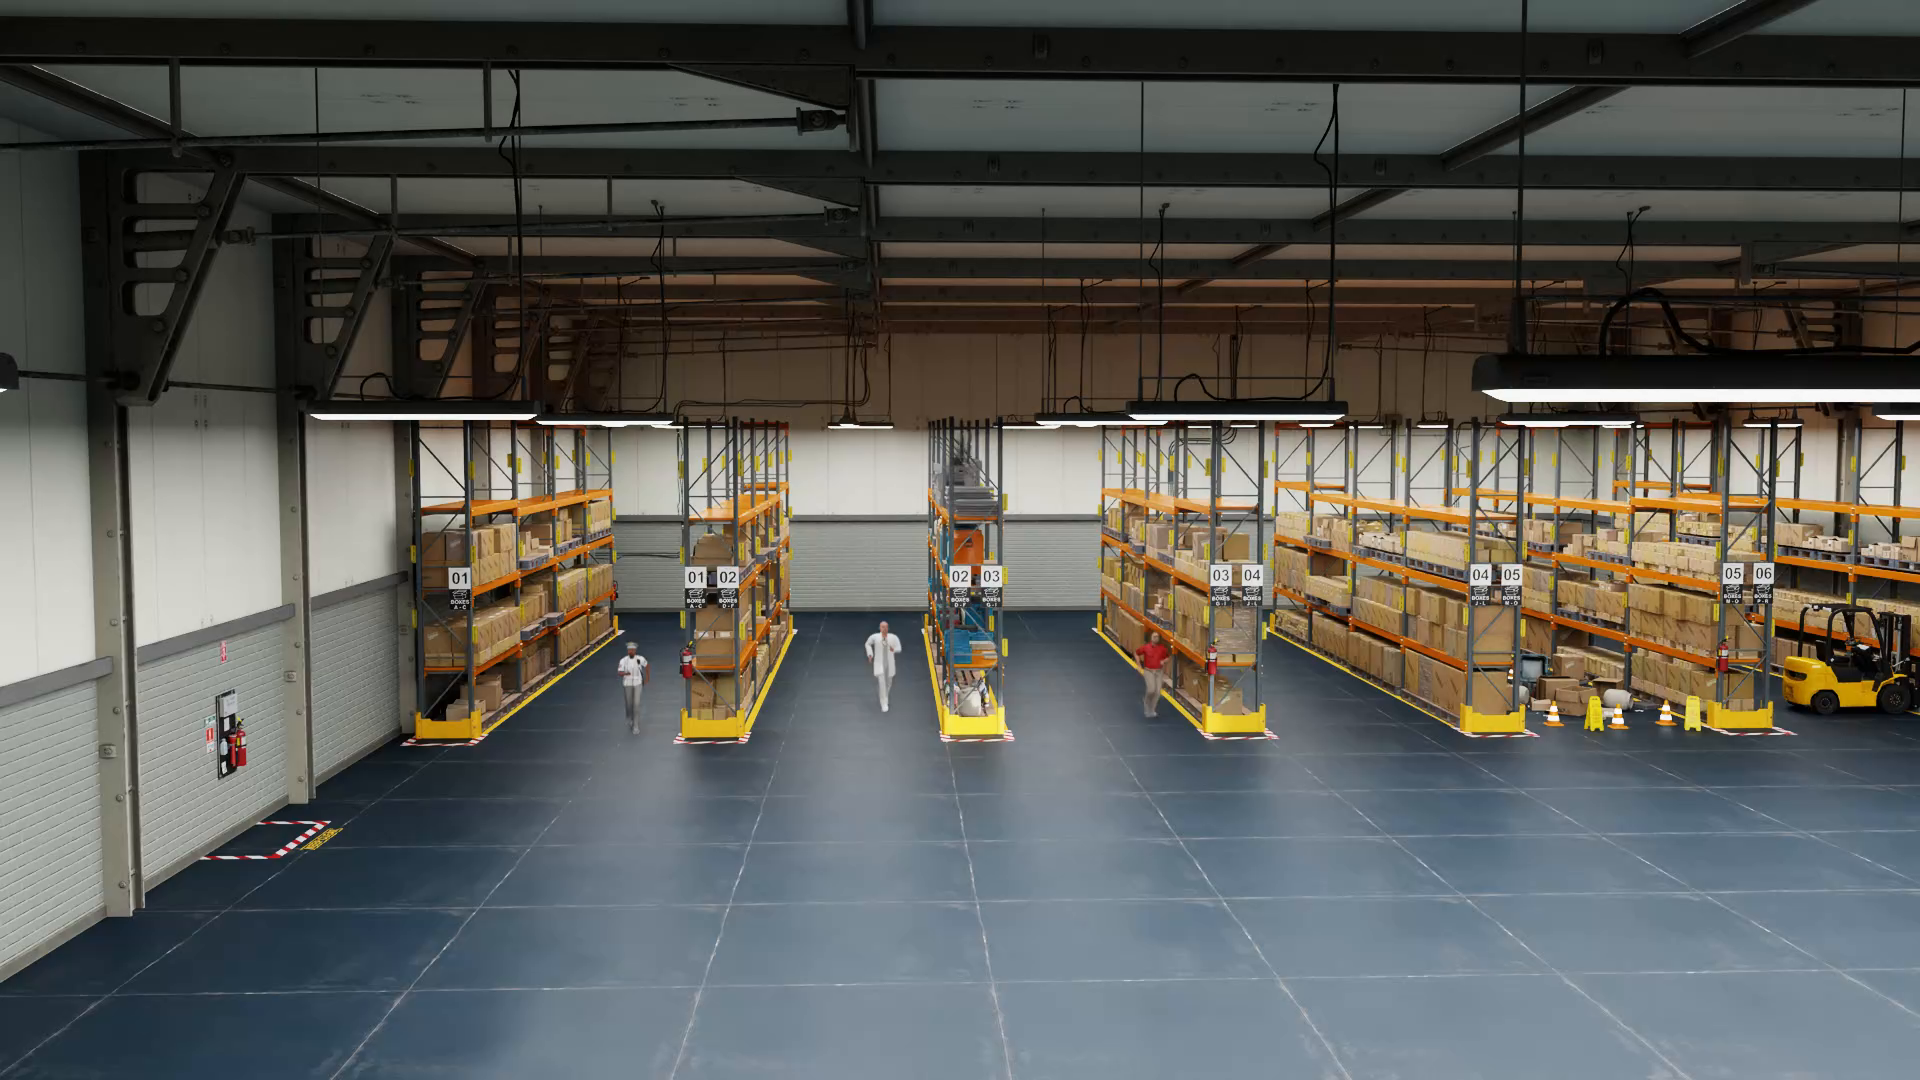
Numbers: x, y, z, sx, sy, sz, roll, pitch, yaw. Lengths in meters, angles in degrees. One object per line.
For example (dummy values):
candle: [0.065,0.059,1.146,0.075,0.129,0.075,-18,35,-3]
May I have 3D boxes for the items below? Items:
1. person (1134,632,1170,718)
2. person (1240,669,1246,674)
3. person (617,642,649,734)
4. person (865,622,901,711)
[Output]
person: [3.885,2.699,33.244,0.652,1.718,0.653,-1,4,-14]
person: [6.728,2.258,39.738,0.699,1.766,0.933,0,4,-4]
person: [-6.257,2.795,31.823,0.585,1.683,0.983,0,4,-7]
person: [-1.559,2.568,34.274,0.697,1.775,1.053,-1,4,-15]
